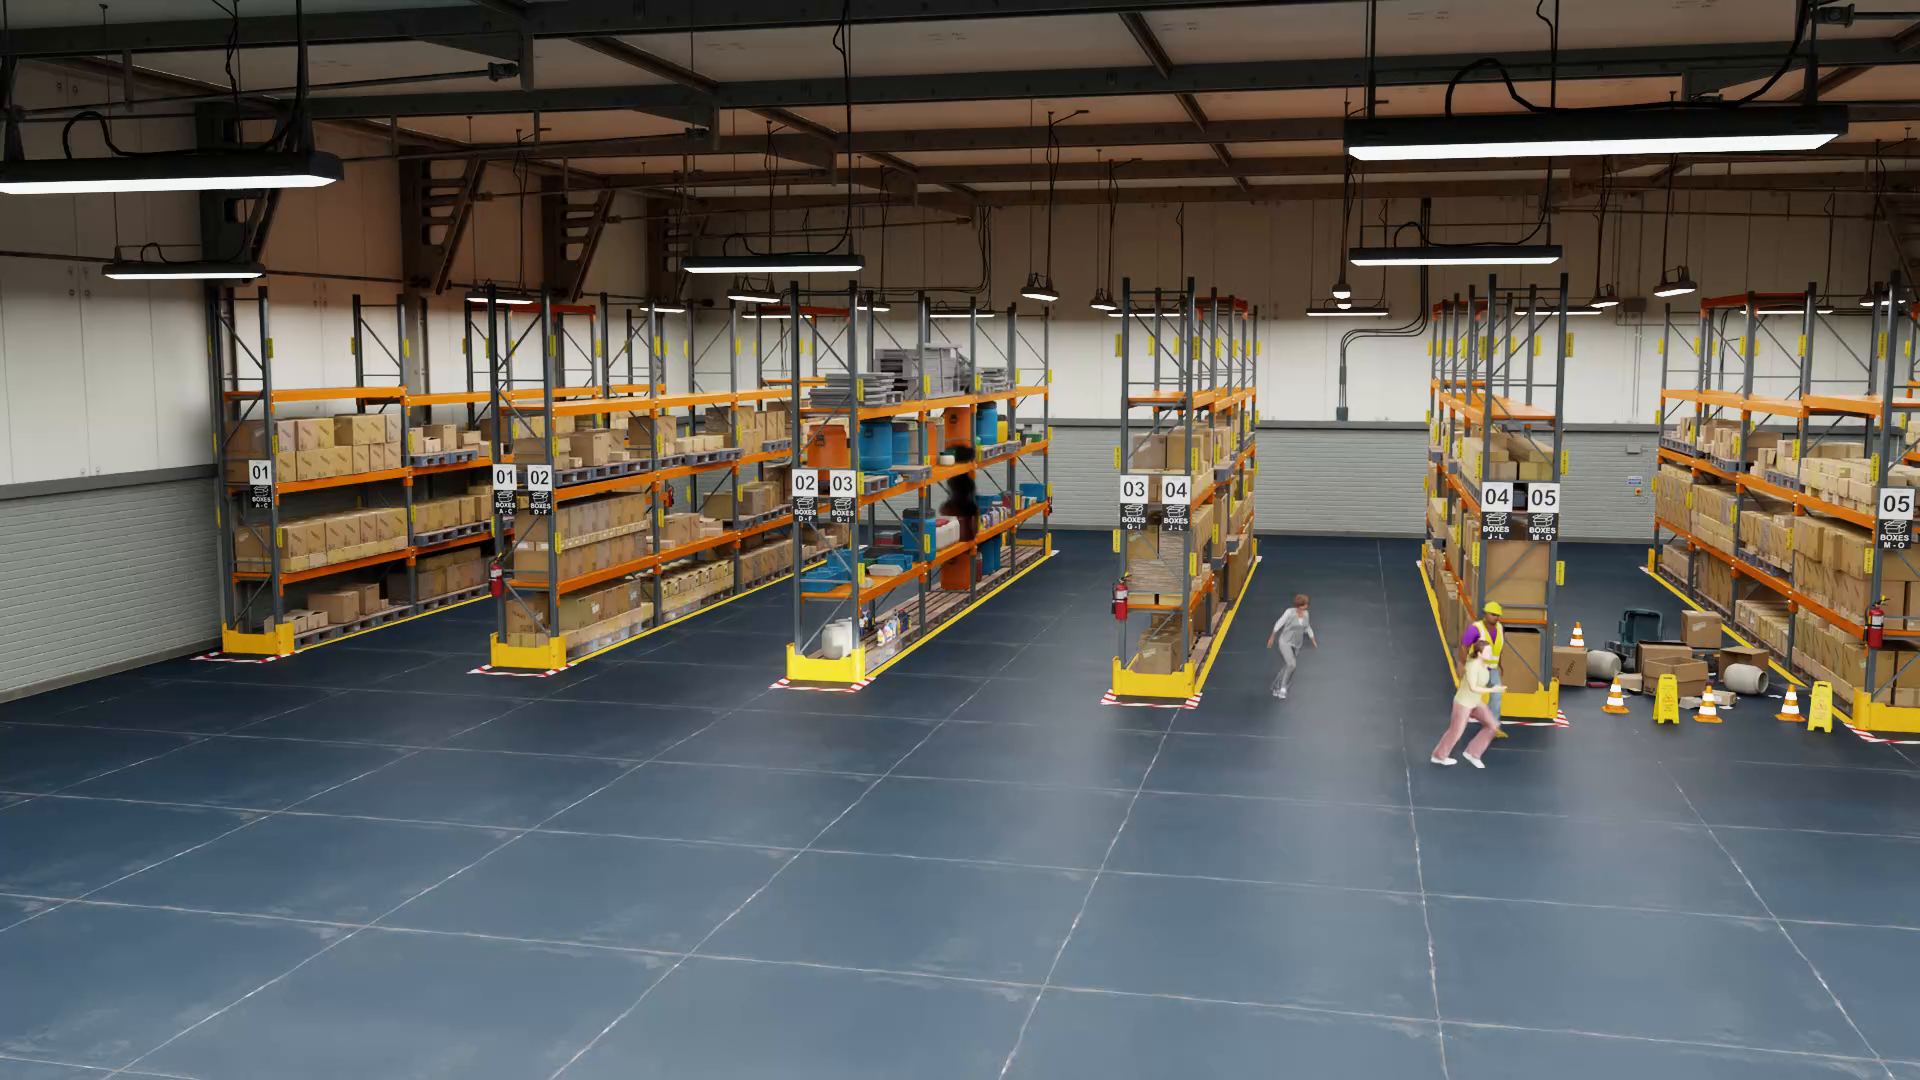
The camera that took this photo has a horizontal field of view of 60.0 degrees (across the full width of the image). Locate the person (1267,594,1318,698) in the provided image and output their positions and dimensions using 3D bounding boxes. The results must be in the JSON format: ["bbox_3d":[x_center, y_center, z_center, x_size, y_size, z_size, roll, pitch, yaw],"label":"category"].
[{"bbox_3d":[4.732,1.516,23.696,0.531,1.535,0.694,-4,8,-30],"label":"person"}]

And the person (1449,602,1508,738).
[{"bbox_3d":[6.766,1.637,21.499,0.717,1.710,0.950,-2,7,-18],"label":"person"}]

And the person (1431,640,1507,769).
[{"bbox_3d":[6.052,1.949,19.720,0.910,1.591,0.575,6,9,42],"label":"person"}]
